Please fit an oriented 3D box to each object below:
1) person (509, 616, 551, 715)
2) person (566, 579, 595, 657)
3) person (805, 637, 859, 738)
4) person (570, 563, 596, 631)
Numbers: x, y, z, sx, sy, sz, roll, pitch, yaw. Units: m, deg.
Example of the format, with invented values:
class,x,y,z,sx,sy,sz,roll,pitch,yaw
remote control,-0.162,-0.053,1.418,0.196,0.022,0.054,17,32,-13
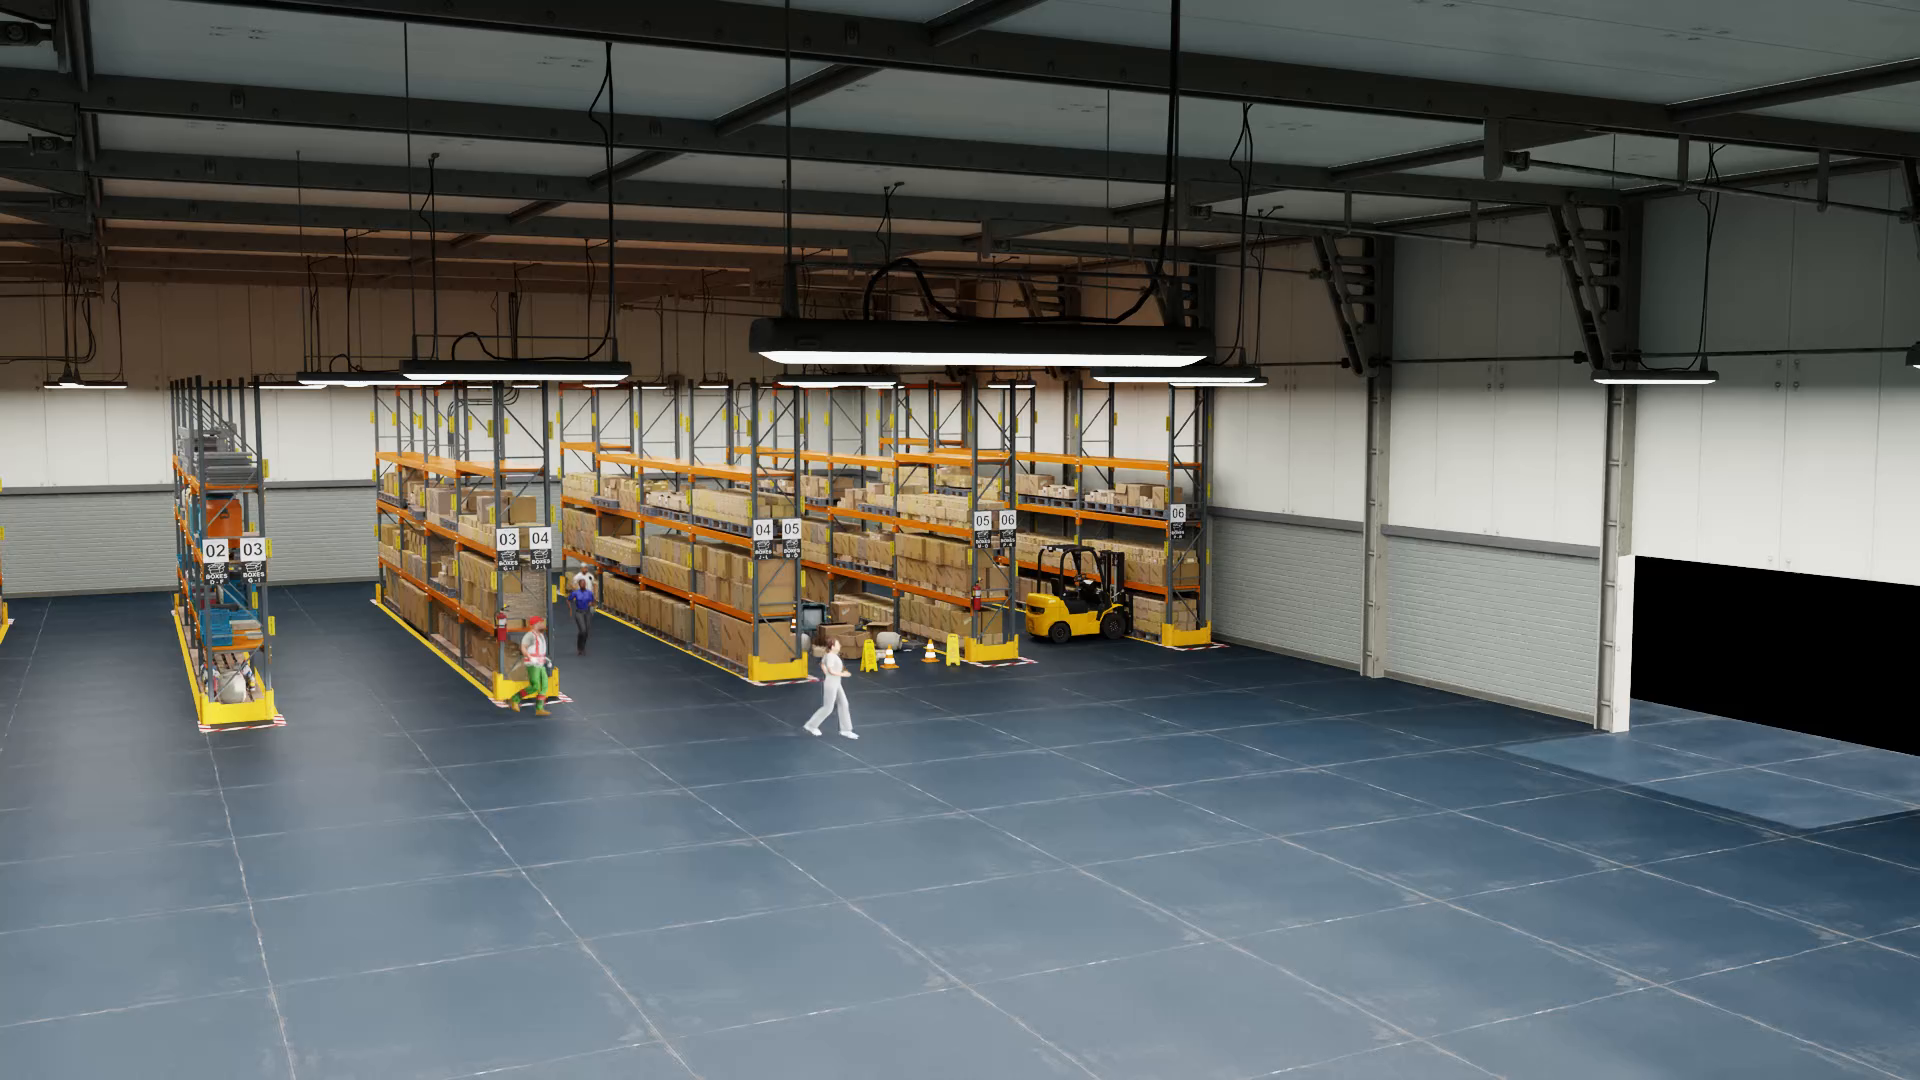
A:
class,x,y,z,sx,sy,sz,roll,pitch,yaw
person,-7.572,2.226,29.611,0.761,1.735,0.711,1,5,11
person,-8.213,1.688,36.200,0.544,1.697,0.712,-4,6,-36
person,-2.128,2.446,27.452,0.889,1.689,0.561,0,5,4
person,-9.040,1.359,39.990,0.613,1.620,0.688,-3,6,-27
